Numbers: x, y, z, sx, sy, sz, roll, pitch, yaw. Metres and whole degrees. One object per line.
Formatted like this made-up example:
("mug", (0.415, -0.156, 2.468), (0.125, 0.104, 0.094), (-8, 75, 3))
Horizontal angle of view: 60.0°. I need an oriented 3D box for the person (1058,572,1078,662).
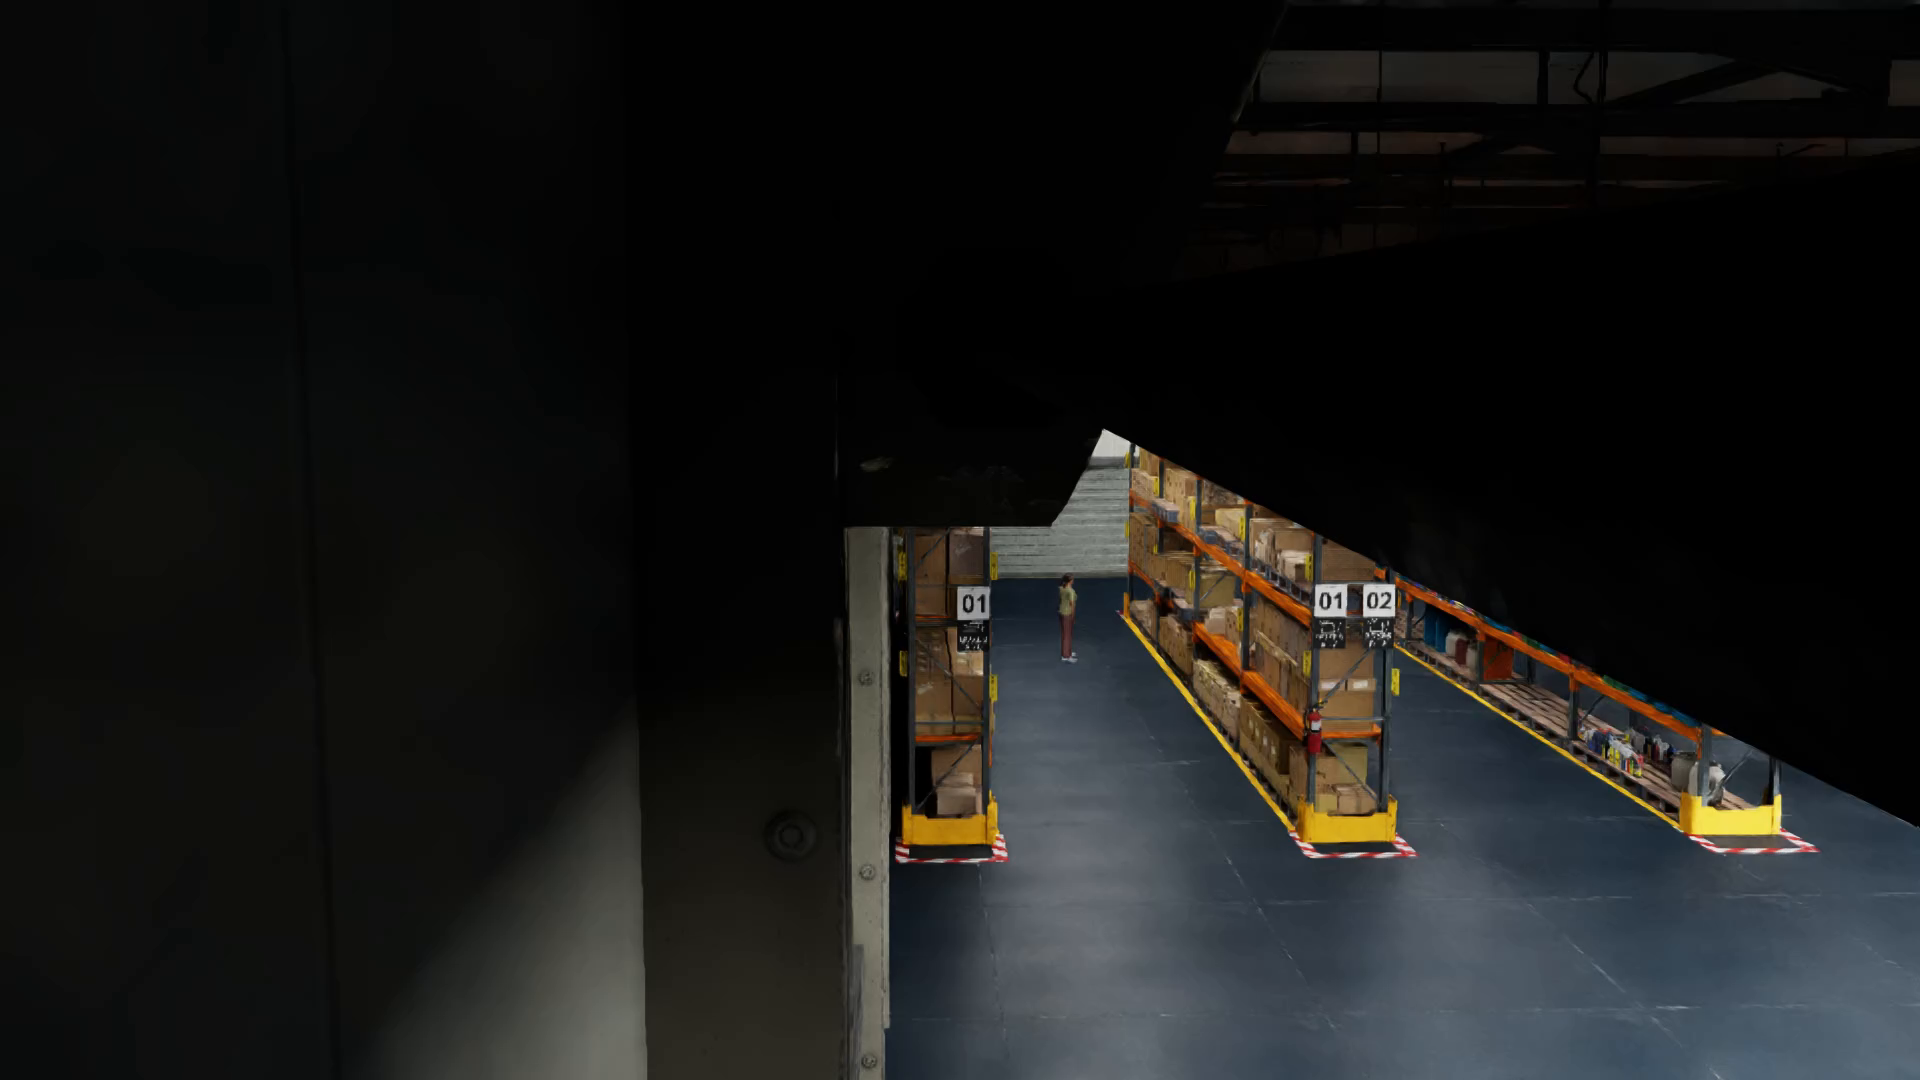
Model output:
("person", (2.089, 1.443, 31.595), (0.454, 1.679, 0.538), (-4, 8, -27))
